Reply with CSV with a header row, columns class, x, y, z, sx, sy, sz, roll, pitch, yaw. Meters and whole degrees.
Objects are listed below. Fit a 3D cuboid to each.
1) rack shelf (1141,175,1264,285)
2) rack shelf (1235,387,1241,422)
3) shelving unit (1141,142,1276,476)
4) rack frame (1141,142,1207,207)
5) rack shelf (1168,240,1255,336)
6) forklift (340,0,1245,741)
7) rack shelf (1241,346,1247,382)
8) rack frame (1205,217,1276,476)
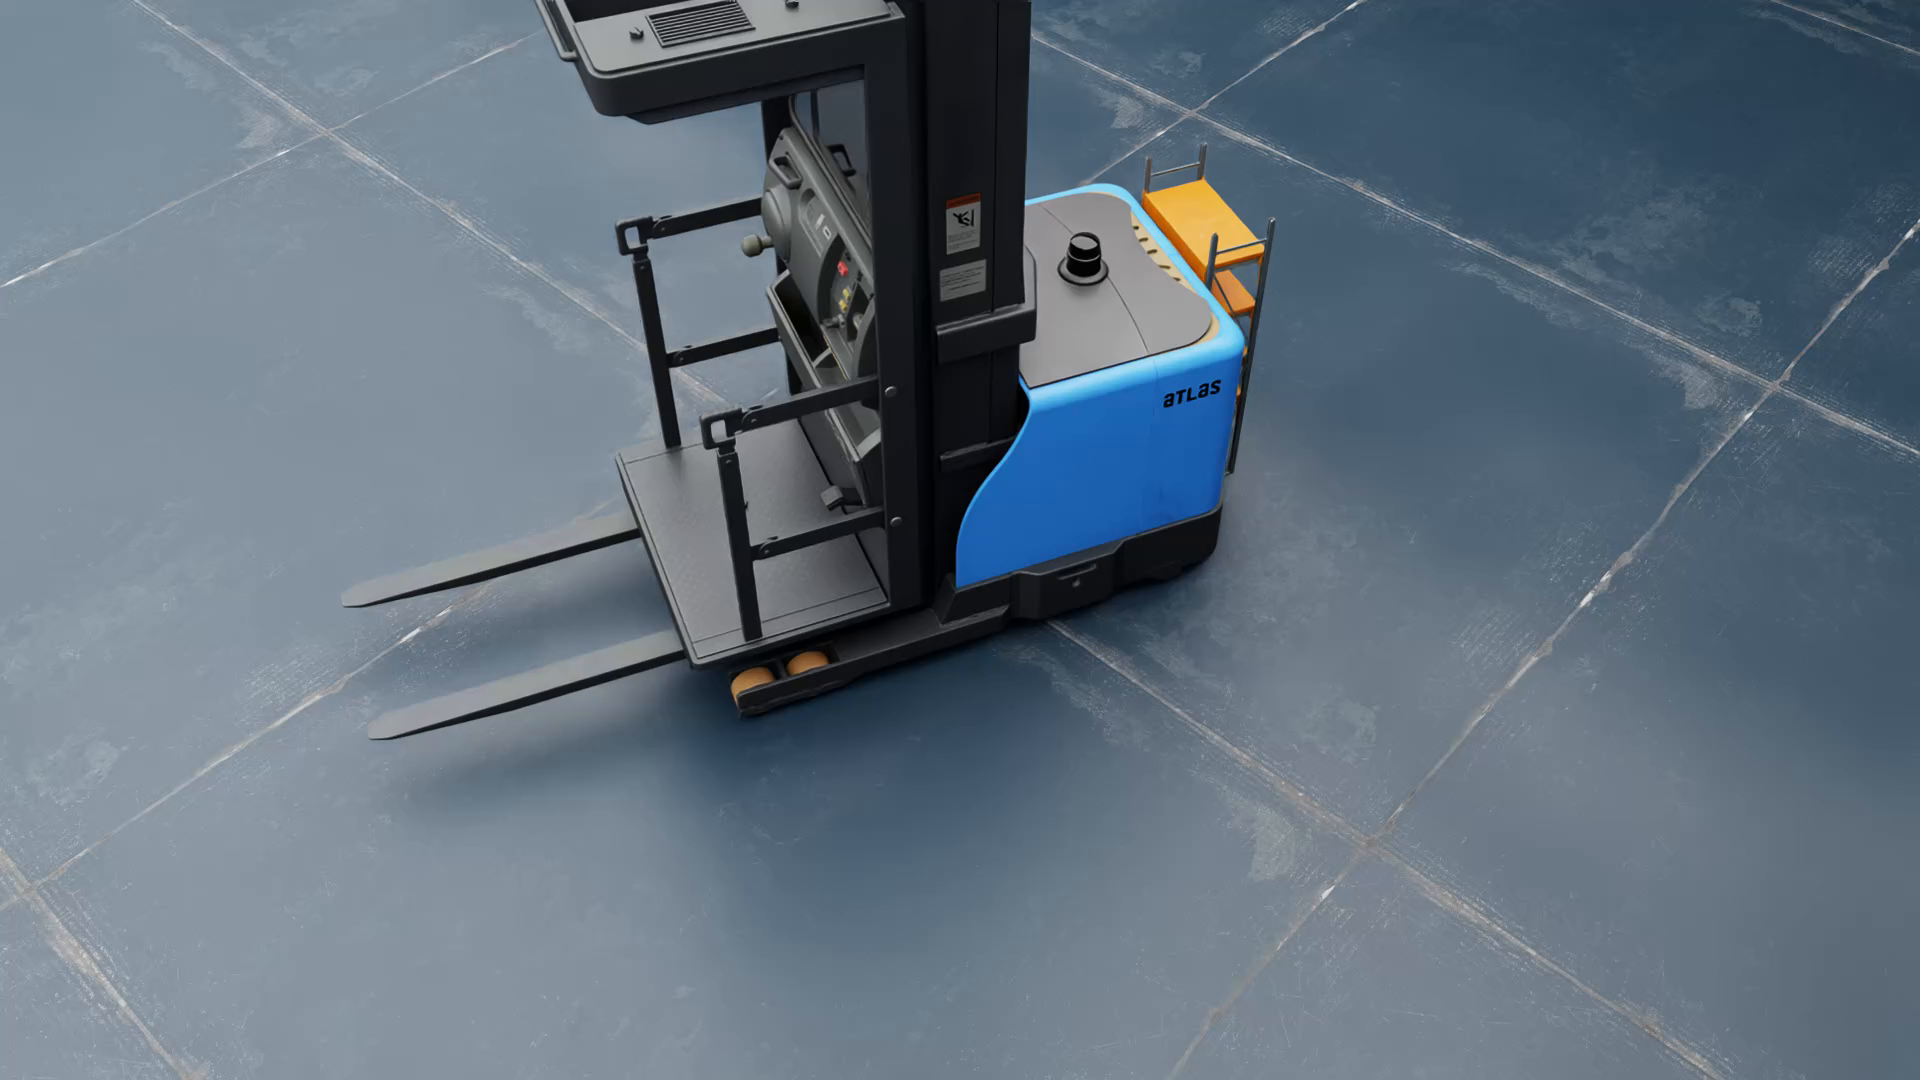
class,x,y,z,sx,sy,sz,roll,pitch,yaw
rack shelf,0.862,-1.077,5.899,0.258,0.148,0.480,-17,49,-15
rack shelf,0.862,-0.626,6.379,0.258,0.148,0.480,-17,49,-15
shelving unit,0.862,-0.808,6.185,0.258,1.200,0.503,-17,49,-15
rack frame,0.769,-0.972,6.340,0.240,1.200,0.015,-17,49,-15
rack shelf,0.862,-0.915,6.071,0.258,0.148,0.480,-17,49,-15
forklift,-0.621,-0.848,5.036,3.031,2.935,1.130,-16,49,-15
rack shelf,0.862,-0.762,6.234,0.258,0.148,0.480,-17,49,-15
rack frame,0.956,-0.643,6.031,0.240,1.200,0.015,-17,49,-15
